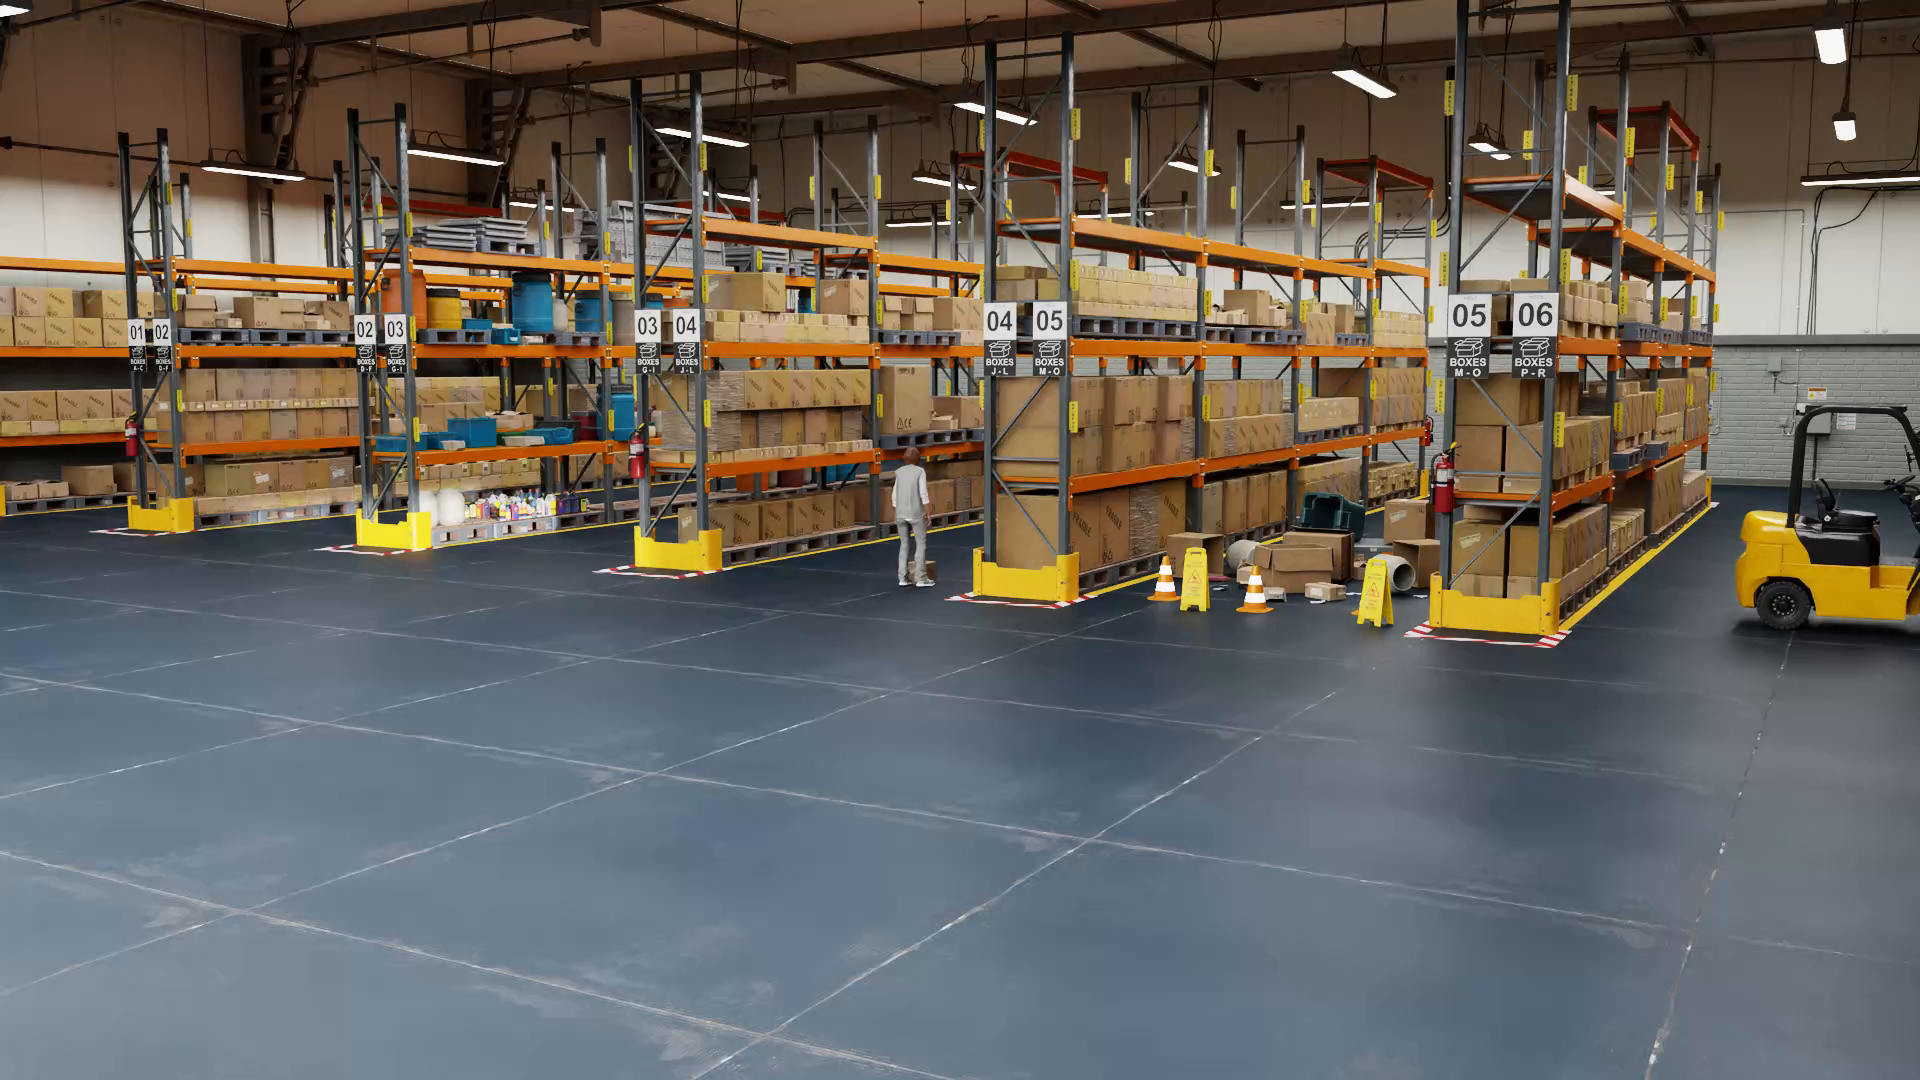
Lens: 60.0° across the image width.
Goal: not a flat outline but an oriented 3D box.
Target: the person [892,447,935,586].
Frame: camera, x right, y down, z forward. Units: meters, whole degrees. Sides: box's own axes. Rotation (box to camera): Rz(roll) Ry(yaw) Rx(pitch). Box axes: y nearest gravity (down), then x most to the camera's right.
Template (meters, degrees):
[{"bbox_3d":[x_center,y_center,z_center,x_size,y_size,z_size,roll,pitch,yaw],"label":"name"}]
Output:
[{"bbox_3d":[-0.552,-0.265,19.030,0.479,1.593,0.345,3,7,27],"label":"person"}]
